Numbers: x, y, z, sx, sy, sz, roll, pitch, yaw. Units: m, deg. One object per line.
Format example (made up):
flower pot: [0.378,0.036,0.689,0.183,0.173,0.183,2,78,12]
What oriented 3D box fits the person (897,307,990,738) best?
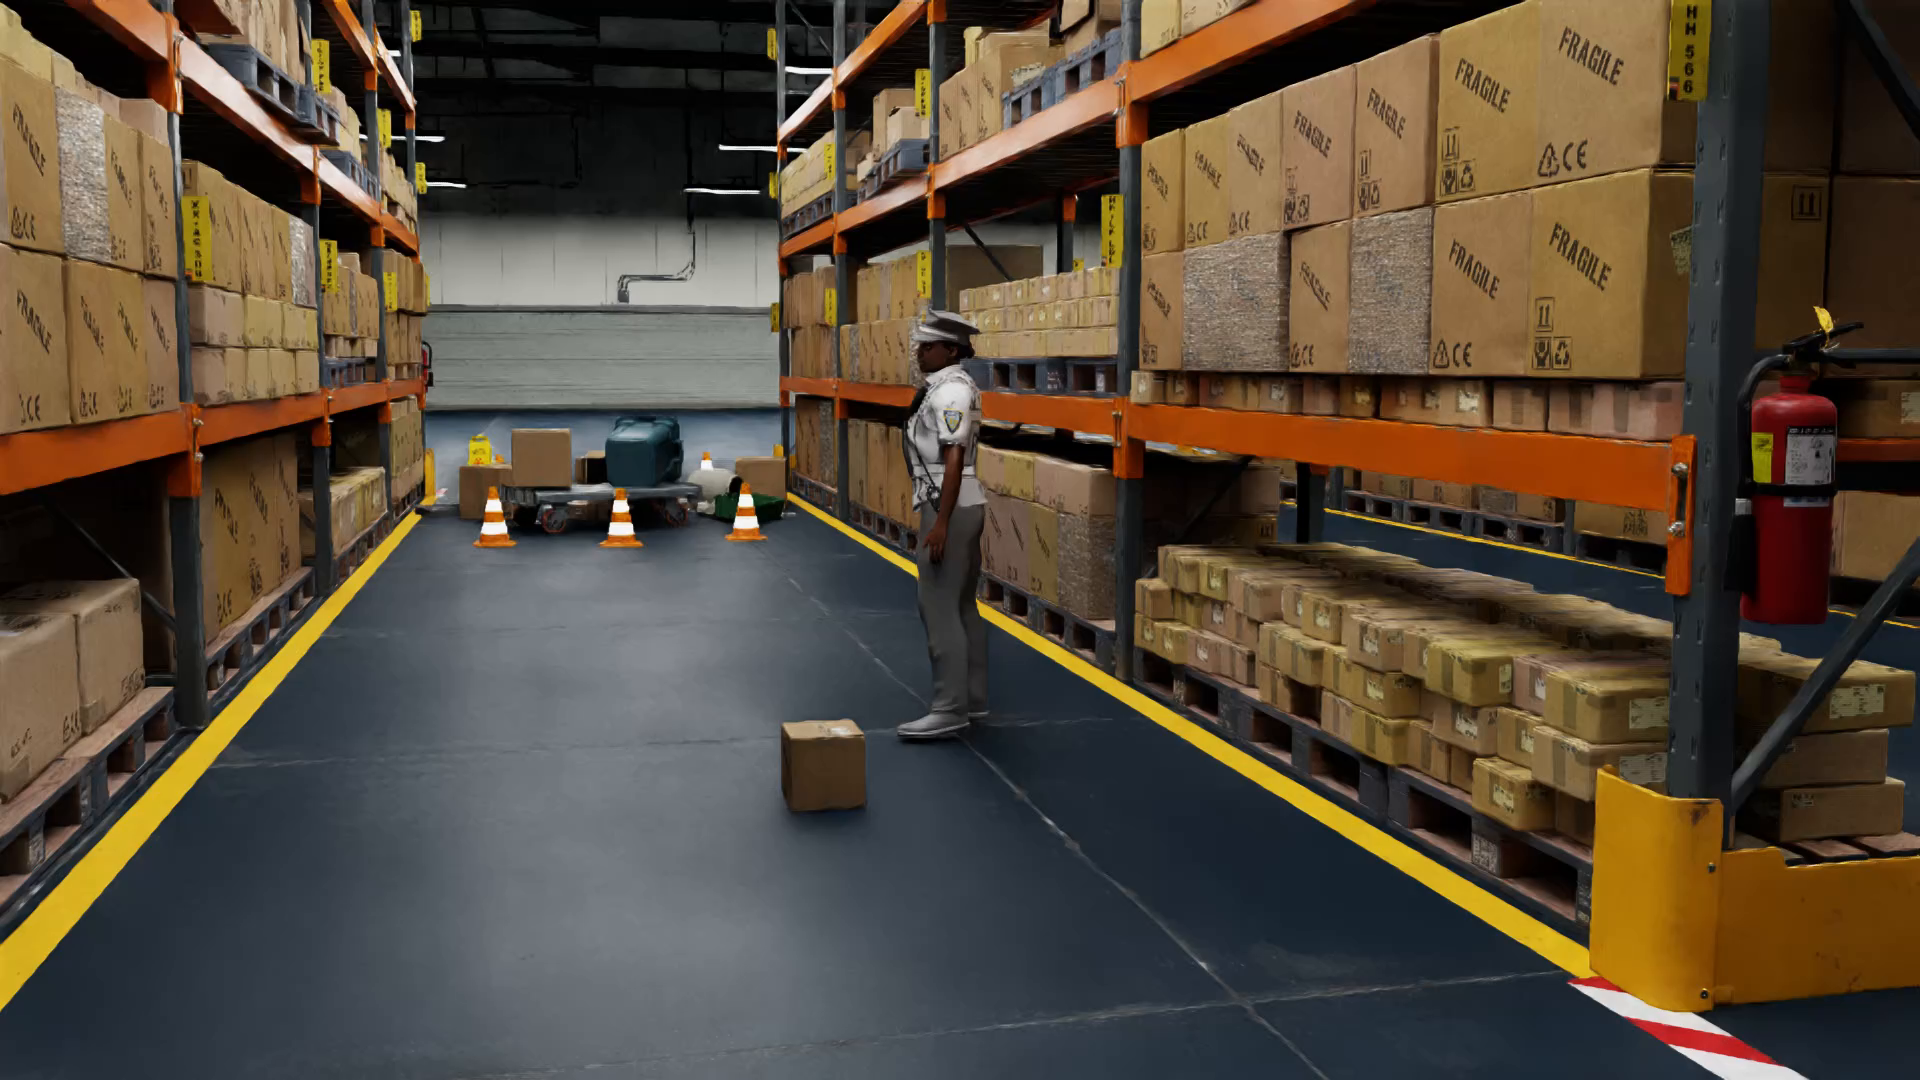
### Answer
person: [-0.060,-0.079,6.653,0.353,1.690,0.553,0,6,4]
